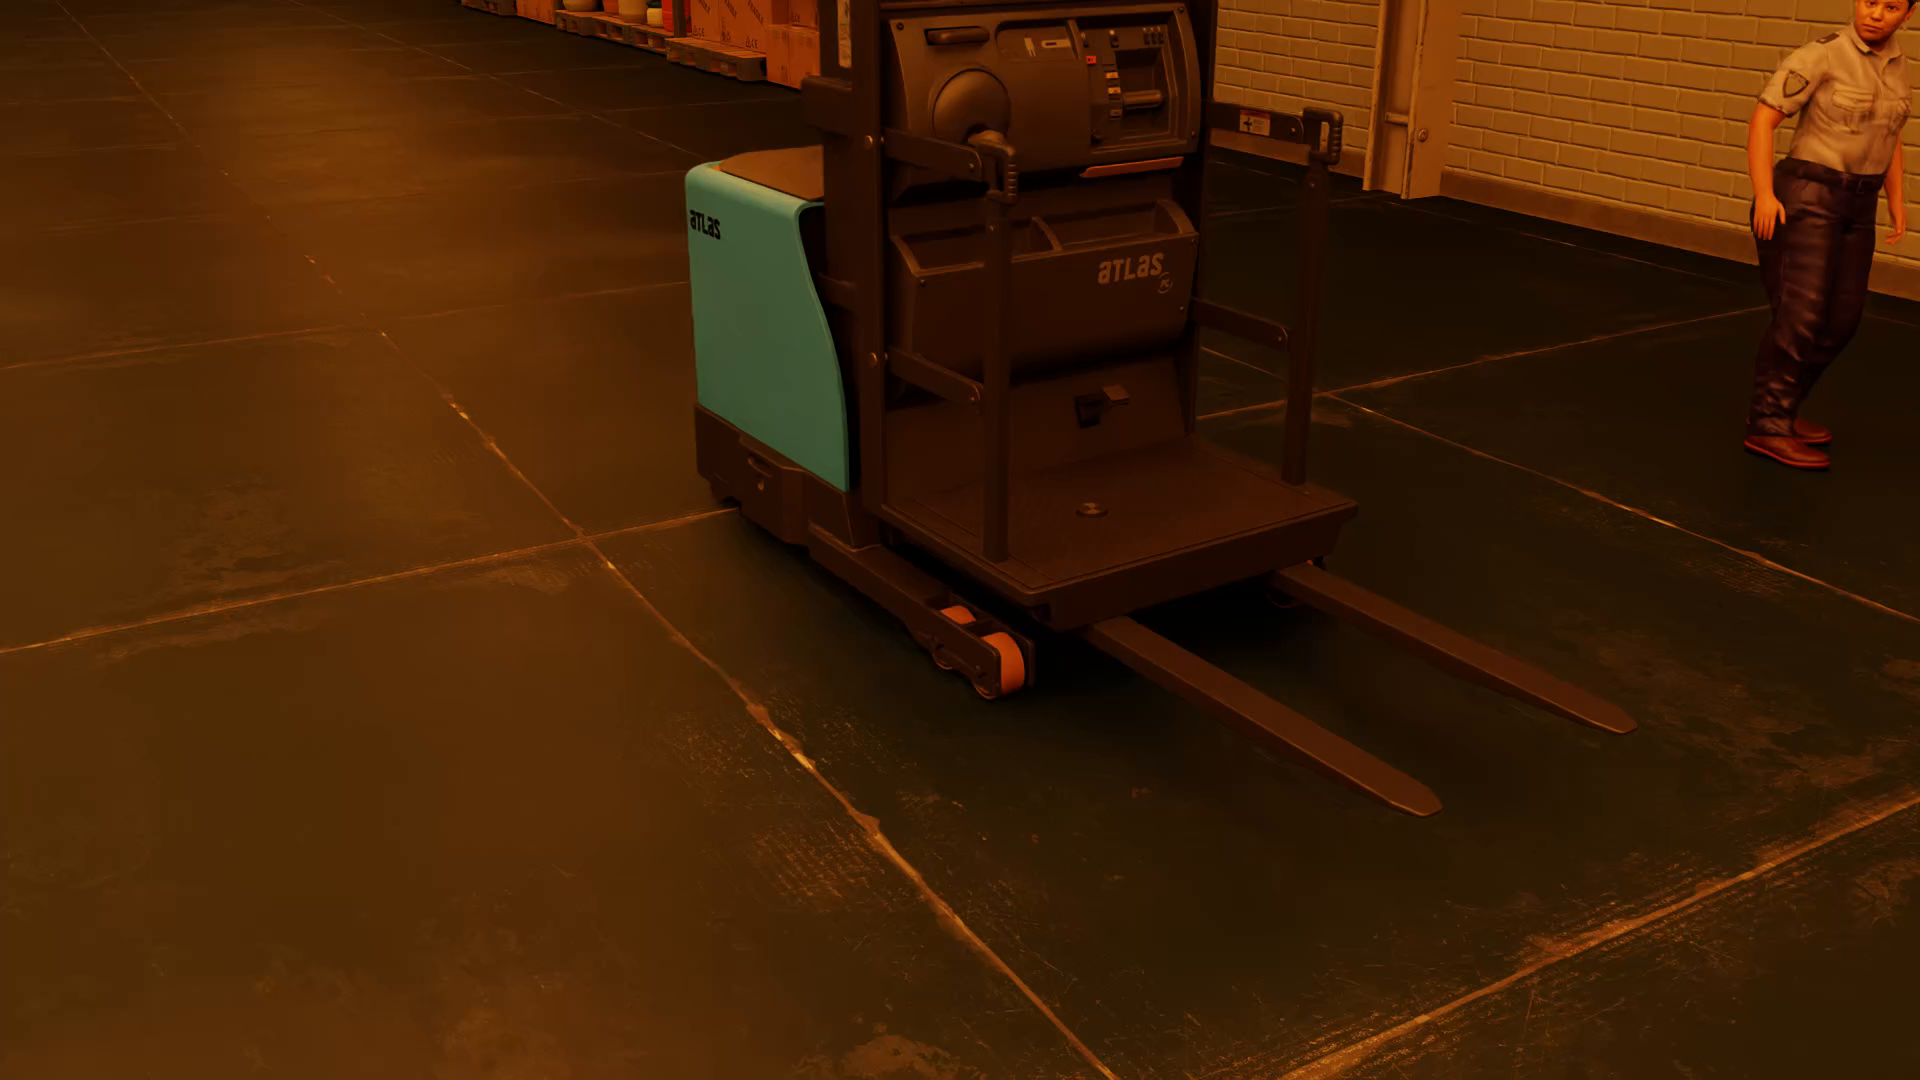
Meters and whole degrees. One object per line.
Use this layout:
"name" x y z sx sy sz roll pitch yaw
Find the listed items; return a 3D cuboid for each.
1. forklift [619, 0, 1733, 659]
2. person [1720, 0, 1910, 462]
"forklift" 0.595 -1.273 4.376 3.031 2.935 1.130 9 24 20
"person" 2.957 -1.115 5.690 0.499 1.650 0.359 -11 25 -25
